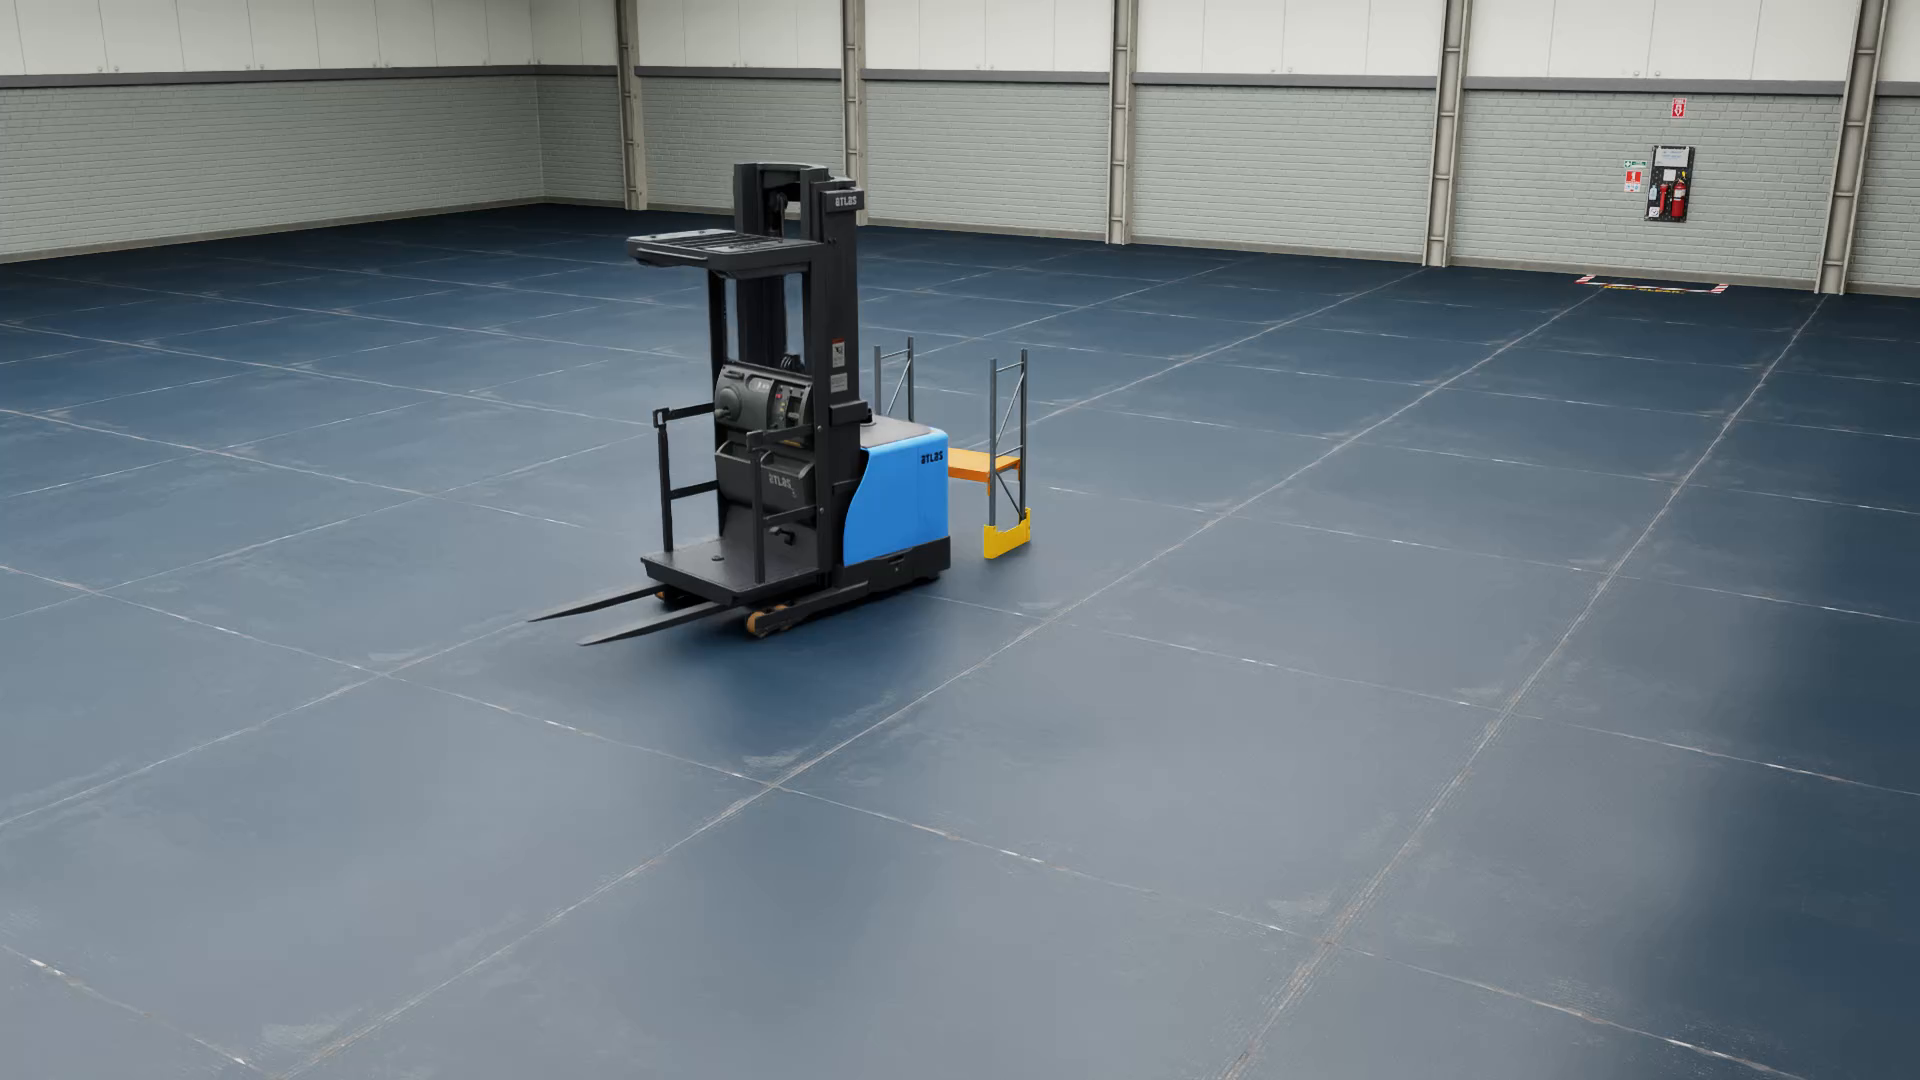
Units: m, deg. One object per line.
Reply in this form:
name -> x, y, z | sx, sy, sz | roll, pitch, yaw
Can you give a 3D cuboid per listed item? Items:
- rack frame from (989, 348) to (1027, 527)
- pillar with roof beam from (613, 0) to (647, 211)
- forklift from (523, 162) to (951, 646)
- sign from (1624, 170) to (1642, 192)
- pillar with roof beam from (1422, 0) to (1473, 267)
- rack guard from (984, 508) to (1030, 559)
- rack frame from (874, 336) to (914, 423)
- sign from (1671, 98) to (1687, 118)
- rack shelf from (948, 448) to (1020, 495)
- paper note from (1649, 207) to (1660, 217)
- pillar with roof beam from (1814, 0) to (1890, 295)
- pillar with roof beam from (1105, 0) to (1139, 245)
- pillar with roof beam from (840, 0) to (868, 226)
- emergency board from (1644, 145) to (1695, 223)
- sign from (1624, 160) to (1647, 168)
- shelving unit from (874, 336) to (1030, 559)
rack frame -> 0.360, -0.653, 12.451 | 0.032, 1.500, 0.500 | 10, 20, 30
pillar with roof beam -> -9.500, -10.647, 32.449 | 0.400, 9.000, 9.100 | 10, 20, 30
forklift -> -1.458, -0.938, 10.925 | 1.130, 2.935, 3.031 | 16, 23, 42
sign -> 10.701, -5.704, 26.438 | 0.234, 0.329, 0.001 | 10, 20, 30
pillar with roof beam -> 5.838, -7.909, 23.436 | 0.400, 9.000, 9.100 | 10, 20, 30
rack guard -> 0.359, -0.055, 12.634 | 0.087, 0.250, 0.587 | 10, 20, 30
rack frame -> -0.506, -0.808, 12.961 | 0.032, 1.500, 0.500 | 10, 20, 30
sign -> 11.163, -6.713, 25.830 | 0.199, 0.298, 0.001 | 10, 20, 30
rack shelf -> -0.073, -0.558, 12.758 | 1.000, 0.185, 0.538 | 10, 20, 30
paper note -> 11.003, -5.200, 26.355 | 0.142, 0.148, 0.016 | 10, 20, 30
pillar with roof beam -> 10.951, -6.996, 20.431 | 0.400, 9.000, 9.100 | 10, 20, 30
pillar with roof beam -> 0.726, -8.822, 26.440 | 0.400, 9.000, 9.100 | 10, 20, 30
pillar with roof beam -> -4.387, -9.734, 29.445 | 0.400, 9.000, 9.100 | 10, 20, 30
emergency board -> 11.118, -5.577, 26.082 | 0.643, 1.169, 0.194 | 10, 20, 30
sign -> 10.700, -5.955, 26.351 | 0.331, 0.109, 0.001 | 10, 20, 30
shelving unit -> -0.065, -0.729, 12.701 | 1.083, 1.500, 0.587 | 10, 20, 30
